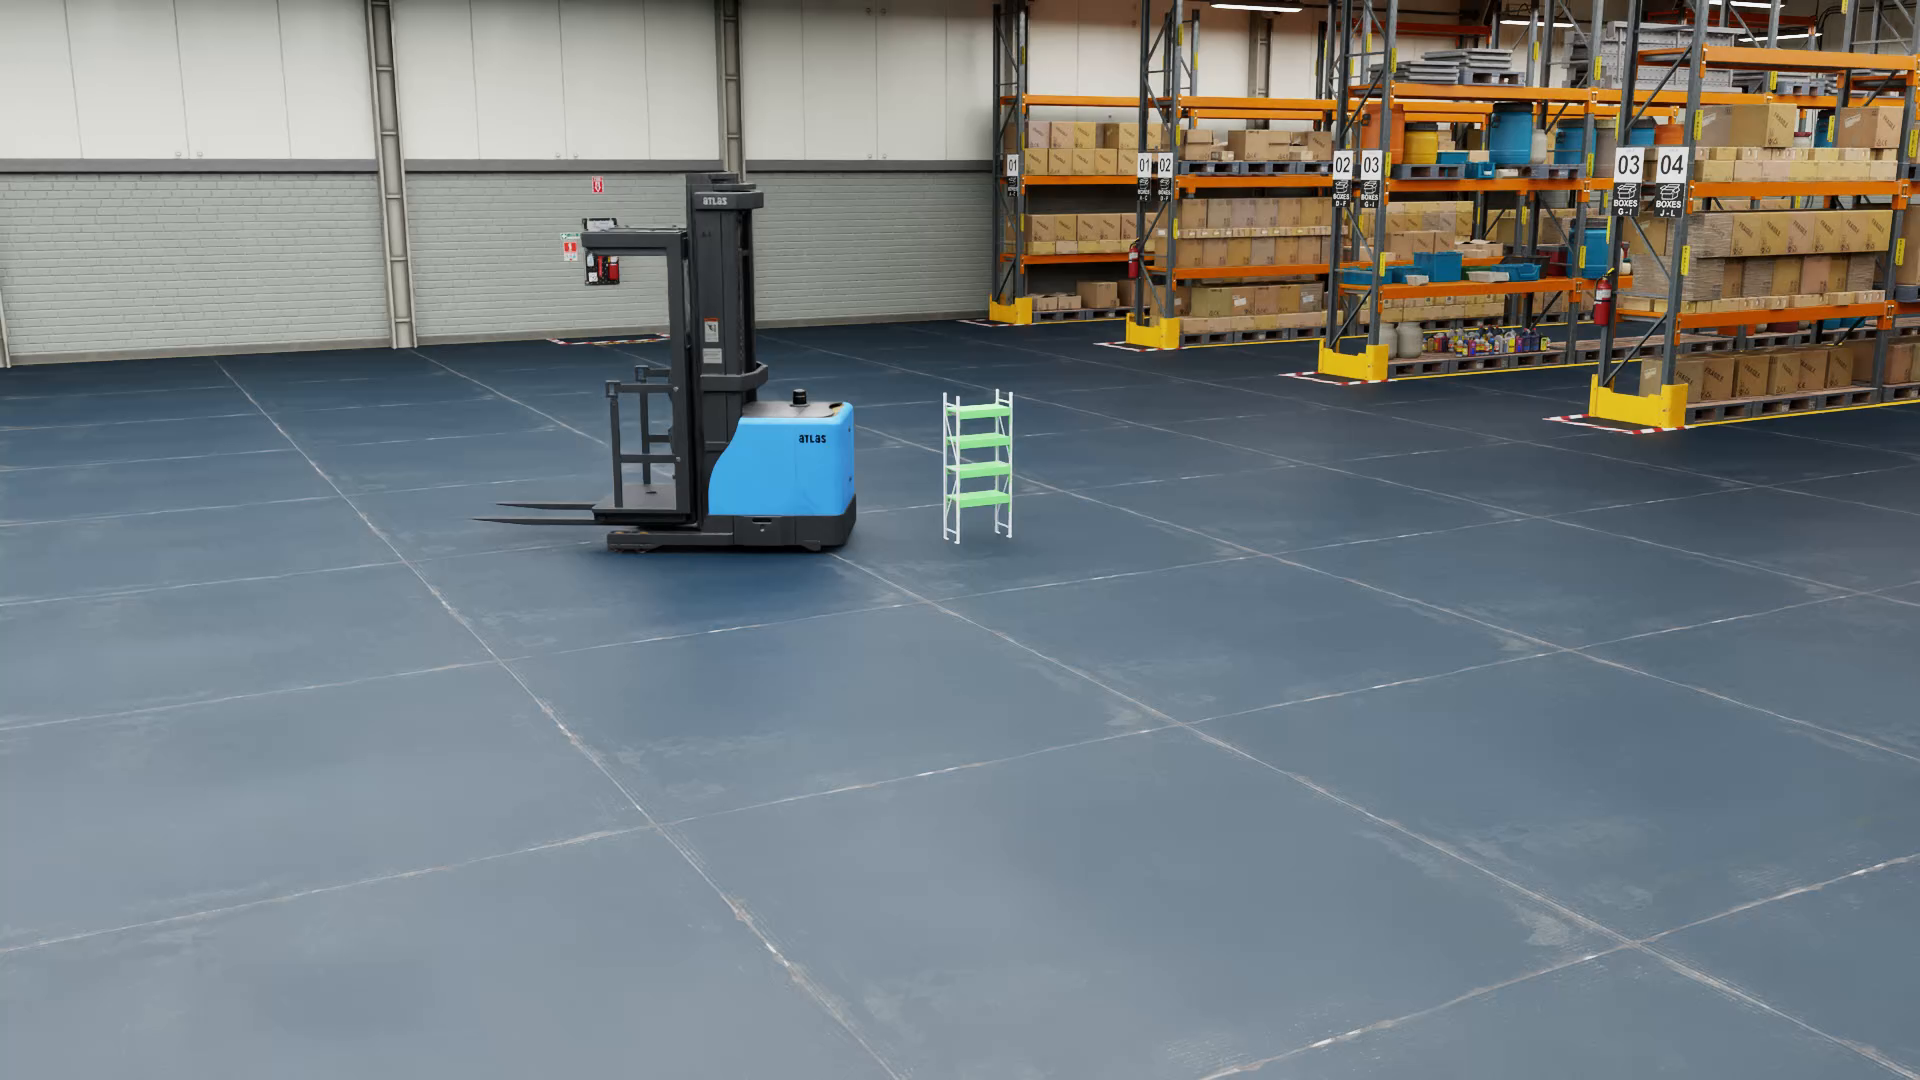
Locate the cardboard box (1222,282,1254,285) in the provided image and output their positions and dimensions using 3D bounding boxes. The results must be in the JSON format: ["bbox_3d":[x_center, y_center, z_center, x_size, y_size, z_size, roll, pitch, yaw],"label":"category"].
[{"bbox_3d":[4.940,-4.300,29.482,0.500,0.500,0.500,-7,14,-28],"label":"cardboard box"}]

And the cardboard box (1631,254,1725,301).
[{"bbox_3d":[8.541,-3.133,19.795,0.500,0.500,0.875,-7,14,-28],"label":"cardboard box"}]

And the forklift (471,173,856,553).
[{"bbox_3d":[-2.405,-1.443,13.347,3.031,2.935,1.130,1,13,2],"label":"forklift"}]

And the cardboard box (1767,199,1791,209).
[{"bbox_3d":[17.087,-6.916,35.005,0.500,0.500,0.500,-7,14,-28],"label":"cardboard box"}]

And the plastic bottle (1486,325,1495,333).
[{"bbox_3d":[8.276,-3.180,25.937,0.185,0.351,0.144,-6,14,-26],"label":"plastic bottle"}]

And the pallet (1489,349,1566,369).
[{"bbox_3d":[8.574,-2.839,25.744,1.213,0.211,1.003,-7,14,-28],"label":"pallet"}]

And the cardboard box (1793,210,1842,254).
[{"bbox_3d":[10.416,-3.784,20.408,0.500,0.500,0.500,-7,14,-28],"label":"cardboard box"}]

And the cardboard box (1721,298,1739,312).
[{"bbox_3d":[9.074,-2.825,19.901,0.250,0.149,0.380,-7,14,-28],"label":"cardboard box"}]

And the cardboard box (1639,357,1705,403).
[{"bbox_3d":[8.601,-1.935,20.111,0.500,0.500,0.500,-4,13,-17],"label":"cardboard box"}]

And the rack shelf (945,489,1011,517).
[{"bbox_3d":[0.145,-0.306,13.622,0.480,0.148,0.258,-7,14,-28],"label":"rack shelf"}]

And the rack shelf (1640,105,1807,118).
[{"bbox_3d":[15.590,-8.843,34.055,4.000,0.370,1.077,-7,14,-28],"label":"rack shelf"}]

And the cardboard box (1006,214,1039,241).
[{"bbox_3d":[1.237,-6.144,32.665,0.500,0.500,0.500,-7,14,-28],"label":"cardboard box"}]

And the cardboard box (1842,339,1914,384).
[{"bbox_3d":[12.105,-2.363,21.970,0.500,0.500,0.700,-8,15,-32],"label":"cardboard box"}]

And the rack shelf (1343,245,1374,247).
[{"bbox_3d":[9.702,-6.452,37.084,4.000,0.370,1.077,-7,14,-28],"label":"rack shelf"}]

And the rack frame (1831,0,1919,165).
[{"bbox_3d":[11.556,-6.235,20.817,0.127,3.000,1.000,-7,14,-28],"label":"rack frame"}]

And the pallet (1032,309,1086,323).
[{"bbox_3d":[1.722,-4.477,33.021,1.213,0.211,1.003,-7,14,-28],"label":"pallet"}]

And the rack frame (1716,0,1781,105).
[{"bbox_3d":[12.694,-7.610,26.928,0.127,3.000,1.000,-7,14,-28],"label":"rack frame"}]

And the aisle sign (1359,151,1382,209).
[{"bbox_3d":[5.749,-5.046,23.277,0.004,0.787,0.394,-7,14,-28],"label":"aisle sign"}]

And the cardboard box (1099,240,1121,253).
[{"bbox_3d":[2.849,-5.840,33.023,0.500,0.250,0.500,-7,14,-27],"label":"cardboard box"}]

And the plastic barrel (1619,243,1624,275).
[{"bbox_3d":[10.128,-4.387,25.961,0.433,0.535,0.433,0,13,0],"label":"plastic barrel"}]

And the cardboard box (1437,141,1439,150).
[{"bbox_3d":[10.175,-8.597,36.918,0.500,0.500,0.700,-7,15,-29],"label":"cardboard box"}]

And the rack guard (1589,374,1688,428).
[{"bbox_3d":[8.112,-1.675,19.915,0.348,0.500,1.175,-7,14,-28],"label":"rack guard"}]

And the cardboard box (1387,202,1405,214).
[{"bbox_3d":[9.377,-7.270,36.422,0.500,0.250,0.500,-7,14,-27],"label":"cardboard box"}]

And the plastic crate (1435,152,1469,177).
[{"bbox_3d":[7.202,-5.556,24.668,0.575,0.384,0.392,-7,14,-28],"label":"plastic crate"}]

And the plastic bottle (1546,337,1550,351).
[{"bbox_3d":[9.014,-3.013,25.539,0.097,0.201,0.097,0,13,0],"label":"plastic bottle"}]

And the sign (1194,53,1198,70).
[{"bbox_3d":[4.680,-9.486,32.957,0.005,0.325,0.100,-7,14,-28],"label":"sign"}]

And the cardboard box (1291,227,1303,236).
[{"bbox_3d":[5.783,-5.406,29.093,0.250,0.149,0.380,-7,14,-28],"label":"cardboard box"}]

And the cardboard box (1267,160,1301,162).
[{"bbox_3d":[6.765,-7.997,35.200,0.637,0.503,0.797,-5,14,-20],"label":"cardboard box"}]

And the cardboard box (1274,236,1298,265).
[{"bbox_3d":[5.524,-5.109,29.253,0.500,0.500,0.700,-7,14,-27],"label":"cardboard box"}]

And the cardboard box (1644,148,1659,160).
[{"bbox_3d":[8.139,-4.561,19.646,0.250,0.149,0.380,-7,14,-28],"label":"cardboard box"}]

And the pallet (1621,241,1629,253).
[{"bbox_3d":[13.081,-5.902,33.441,1.213,0.211,1.003,-7,14,-28],"label":"pallet"}]

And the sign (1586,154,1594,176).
[{"bbox_3d":[9.437,-5.623,24.910,0.005,0.325,0.100,-7,14,-28],"label":"sign"}]

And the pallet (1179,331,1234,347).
[{"bbox_3d":[3.953,-3.525,28.790,1.213,0.211,1.003,-7,14,-28],"label":"pallet"}]

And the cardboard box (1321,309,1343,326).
[{"bbox_3d":[6.511,-3.990,29.812,0.500,0.250,0.500,-7,14,-28],"label":"cardboard box"}]

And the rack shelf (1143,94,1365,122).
[{"bbox_3d":[5.057,-7.388,28.489,4.000,0.370,1.077,-7,14,-28],"label":"rack shelf"}]

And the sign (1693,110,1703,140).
[{"bbox_3d":[8.305,-4.672,18.716,0.005,0.325,0.100,-7,14,-28],"label":"sign"}]

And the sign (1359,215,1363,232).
[{"bbox_3d":[7.080,-5.571,29.382,0.005,0.325,0.100,-7,14,-28],"label":"sign"}]

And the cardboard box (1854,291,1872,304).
[{"bbox_3d":[11.284,-3.081,21.042,0.250,0.149,0.380,-7,14,-28],"label":"cardboard box"}]

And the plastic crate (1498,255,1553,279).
[{"bbox_3d":[8.663,-4.201,25.588,0.504,0.338,0.767,-7,14,-28],"label":"plastic crate"}]

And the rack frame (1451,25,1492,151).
[{"bbox_3d":[11.458,-9.940,37.281,0.127,3.000,1.000,-7,14,-28],"label":"rack frame"}]

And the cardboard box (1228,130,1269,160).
[{"bbox_3d":[4.891,-6.704,28.231,0.500,0.500,0.500,-7,14,-28],"label":"cardboard box"}]

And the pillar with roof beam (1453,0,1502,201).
[{"bbox_3d":[13.721,-9.351,34.663,0.548,9.000,9.100,-7,14,-28],"label":"pillar with roof beam"}]

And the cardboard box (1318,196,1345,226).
[{"bbox_3d":[6.426,-5.851,29.594,0.500,0.500,0.700,-7,14,-28],"label":"cardboard box"}]

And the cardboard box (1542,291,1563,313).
[{"bbox_3d":[11.317,-4.682,32.274,0.500,0.500,0.500,-7,15,-30],"label":"cardboard box"}]

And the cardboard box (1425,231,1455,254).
[{"bbox_3d":[8.859,-5.507,31.020,0.500,0.500,0.500,-8,15,-31],"label":"cardboard box"}]

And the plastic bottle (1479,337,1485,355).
[{"bbox_3d":[7.801,-2.902,24.886,0.097,0.271,0.097,0,13,0],"label":"plastic bottle"}]

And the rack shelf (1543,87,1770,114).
[{"bbox_3d":[10.938,-6.853,26.116,4.000,0.370,1.077,-7,14,-28],"label":"rack shelf"}]

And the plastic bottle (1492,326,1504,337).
[{"bbox_3d":[8.345,-3.152,25.814,0.185,0.351,0.144,-7,14,-28],"label":"plastic bottle"}]

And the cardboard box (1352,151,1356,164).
[{"bbox_3d":[7.358,-6.875,29.881,0.500,0.250,0.500,-5,14,-22],"label":"cardboard box"}]

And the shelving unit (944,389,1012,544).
[{"bbox_3d":[0.145,-0.603,13.555,0.503,1.200,0.258,-7,14,-28],"label":"shelving unit"}]

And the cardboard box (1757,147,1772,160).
[{"bbox_3d":[9.323,-4.555,19.618,0.250,0.149,0.380,-7,14,-28],"label":"cardboard box"}]

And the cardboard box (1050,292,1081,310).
[{"bbox_3d":[2.076,-4.769,33.090,0.500,0.311,0.500,-6,14,-23],"label":"cardboard box"}]

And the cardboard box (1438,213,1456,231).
[{"bbox_3d":[10.731,-7.064,37.215,0.500,0.500,0.500,-7,14,-27],"label":"cardboard box"}]

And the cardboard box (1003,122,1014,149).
[{"bbox_3d":[1.178,-7.856,32.303,0.500,0.500,0.500,-6,14,-25],"label":"cardboard box"}]

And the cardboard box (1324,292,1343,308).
[{"bbox_3d":[7.031,-4.452,30.589,0.500,0.311,0.500,-7,14,-28],"label":"cardboard box"}]

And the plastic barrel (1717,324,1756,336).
[{"bbox_3d":[13.115,-3.884,28.022,0.708,0.830,0.600,-7,14,-28],"label":"plastic barrel"}]
